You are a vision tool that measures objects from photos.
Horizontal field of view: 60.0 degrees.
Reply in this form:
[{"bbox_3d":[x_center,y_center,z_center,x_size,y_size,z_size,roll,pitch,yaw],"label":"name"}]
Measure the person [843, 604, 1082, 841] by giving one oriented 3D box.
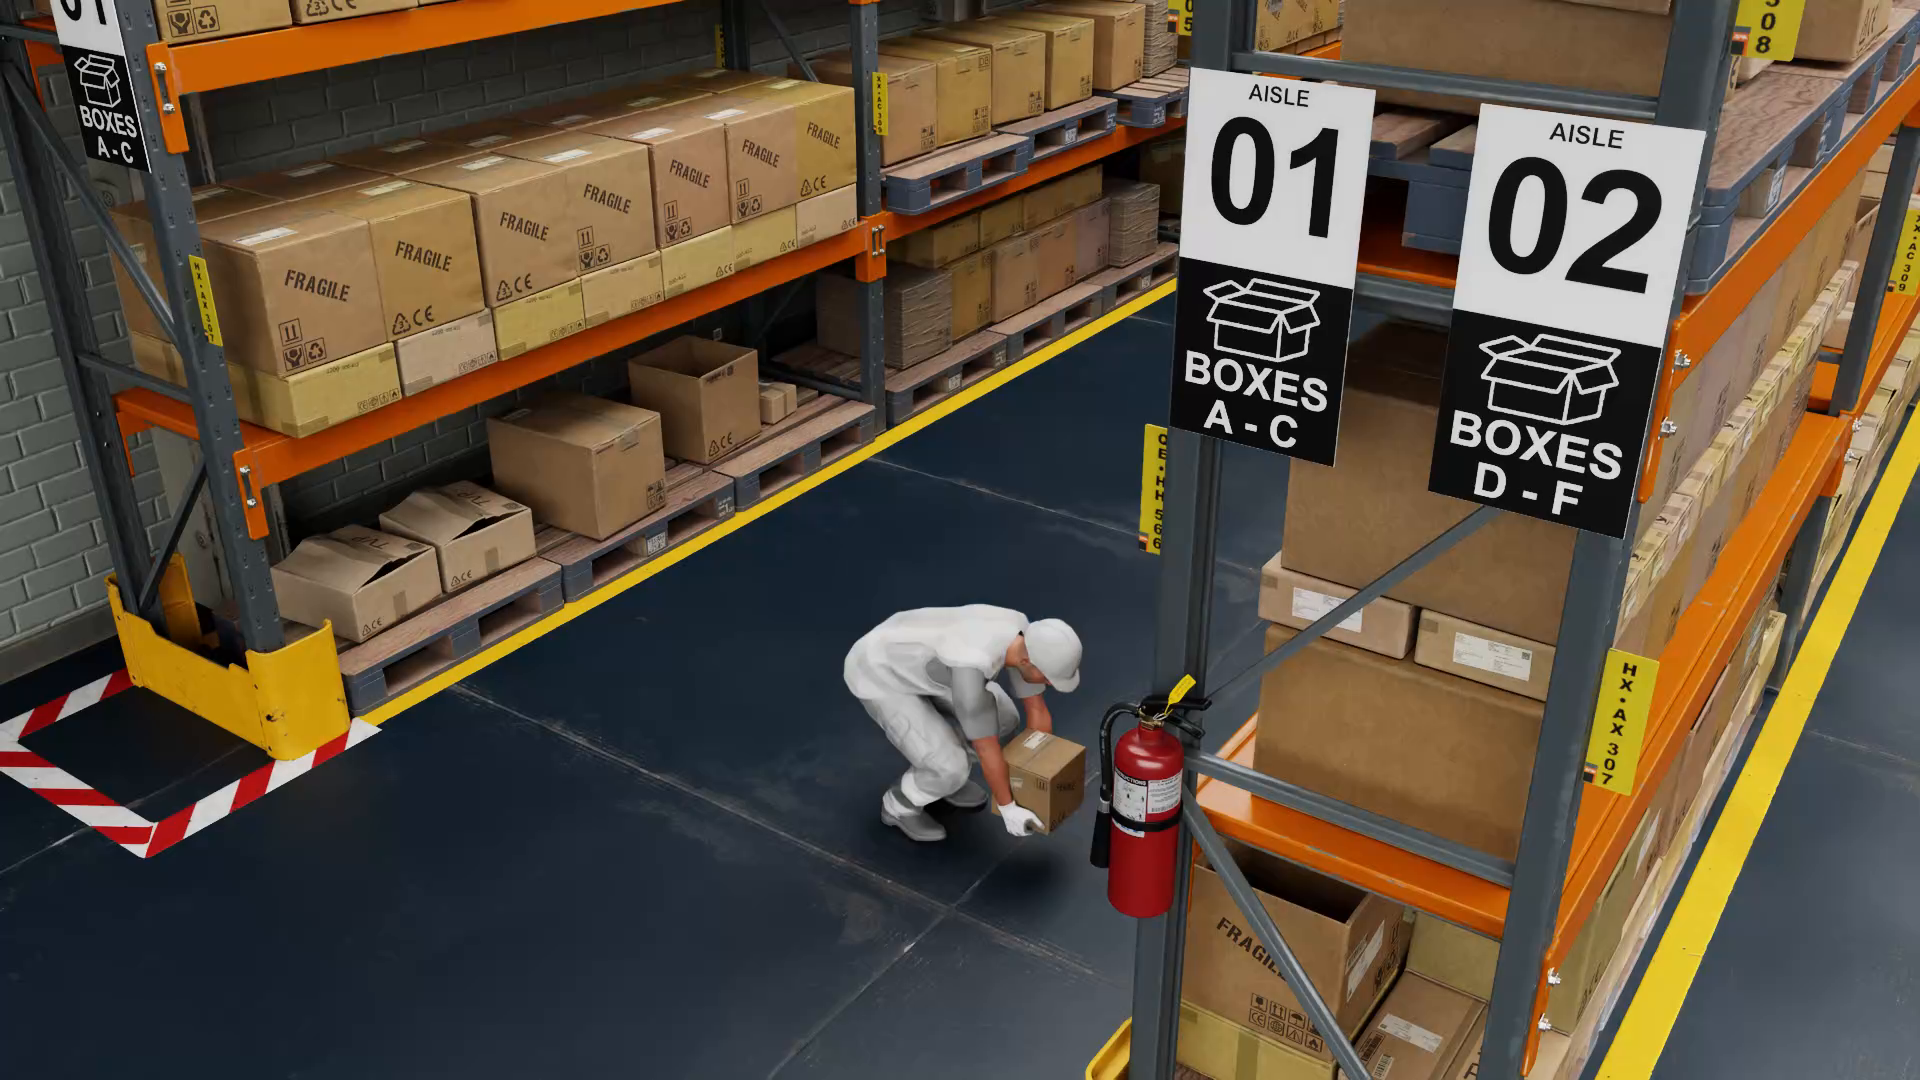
[{"bbox_3d":[0.014,0.653,6.189,0.921,0.988,0.532,16,31,29],"label":"person"}]
